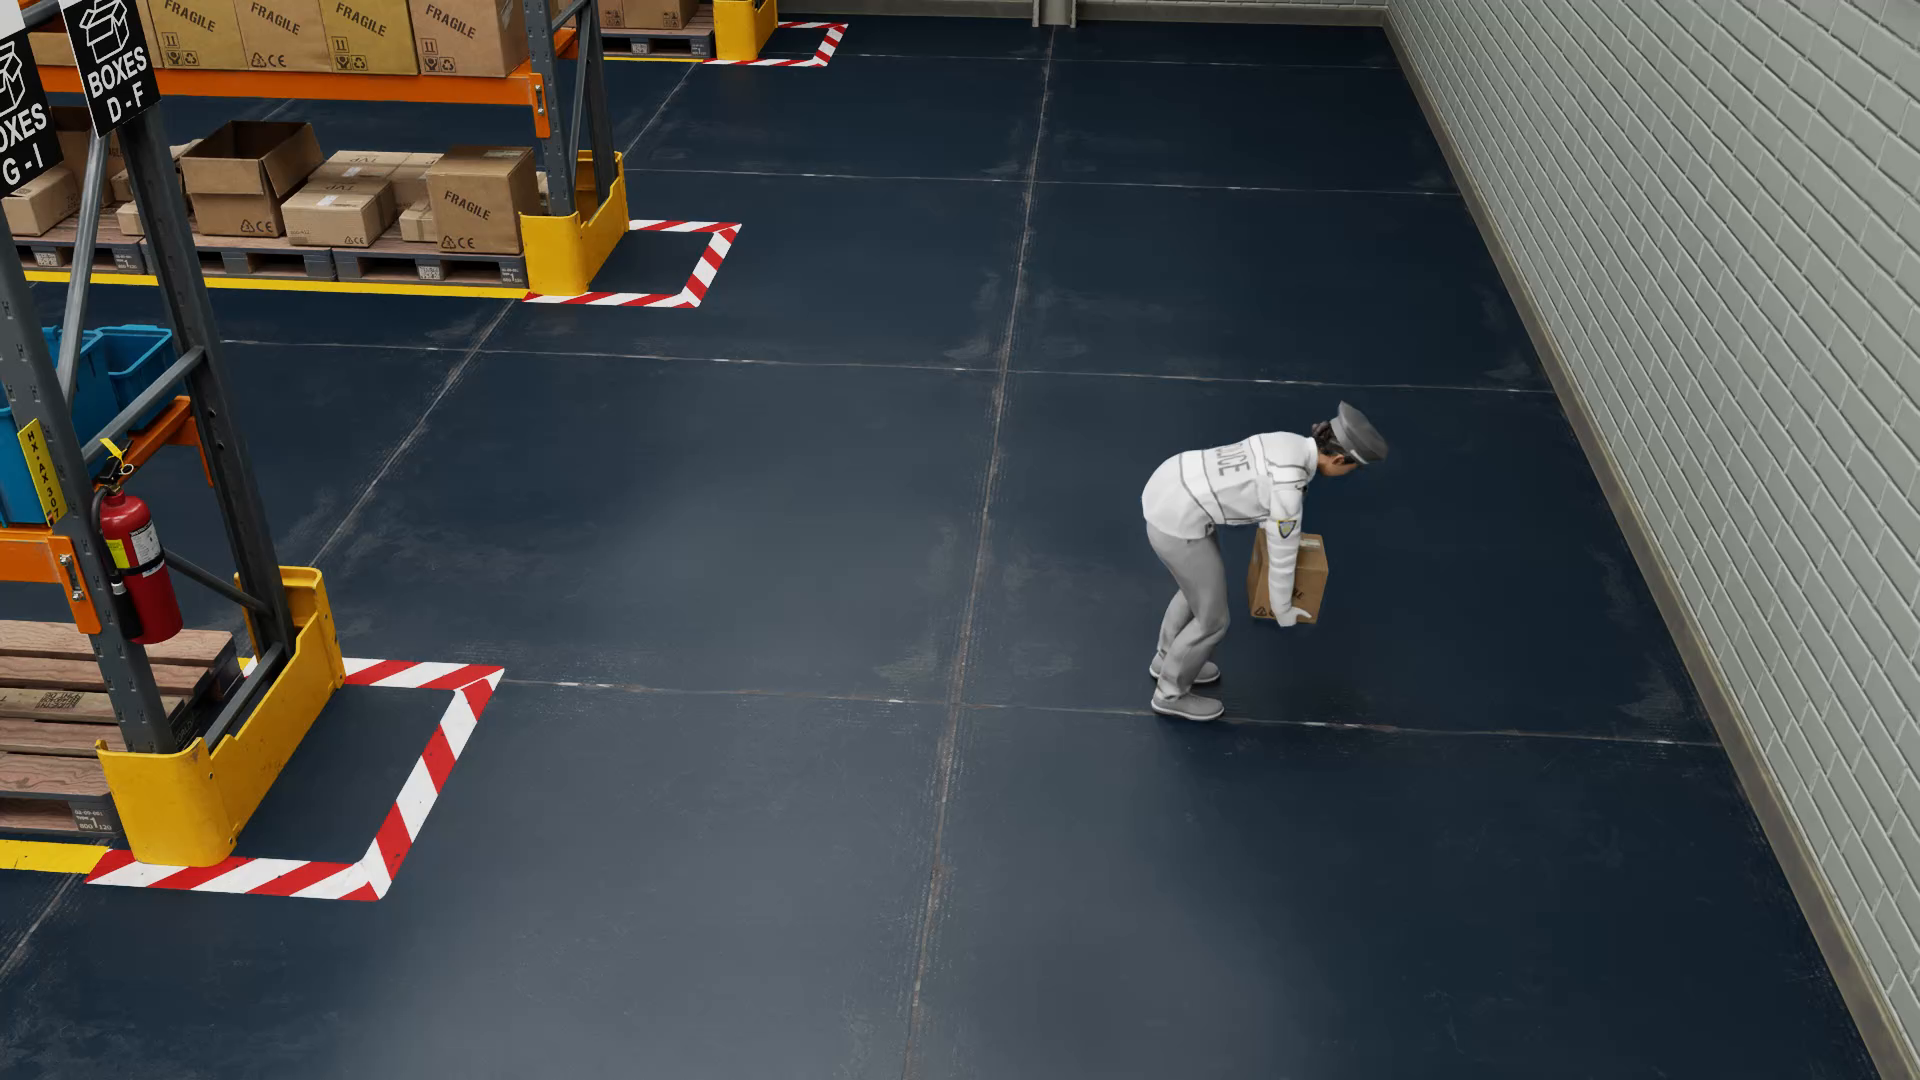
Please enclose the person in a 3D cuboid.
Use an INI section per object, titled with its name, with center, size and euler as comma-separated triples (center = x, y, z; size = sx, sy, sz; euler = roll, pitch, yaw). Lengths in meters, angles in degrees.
[person]
center = 1.128, 0.074, 6.361
size = 0.886, 1.307, 0.411
euler = 2, 32, 3
